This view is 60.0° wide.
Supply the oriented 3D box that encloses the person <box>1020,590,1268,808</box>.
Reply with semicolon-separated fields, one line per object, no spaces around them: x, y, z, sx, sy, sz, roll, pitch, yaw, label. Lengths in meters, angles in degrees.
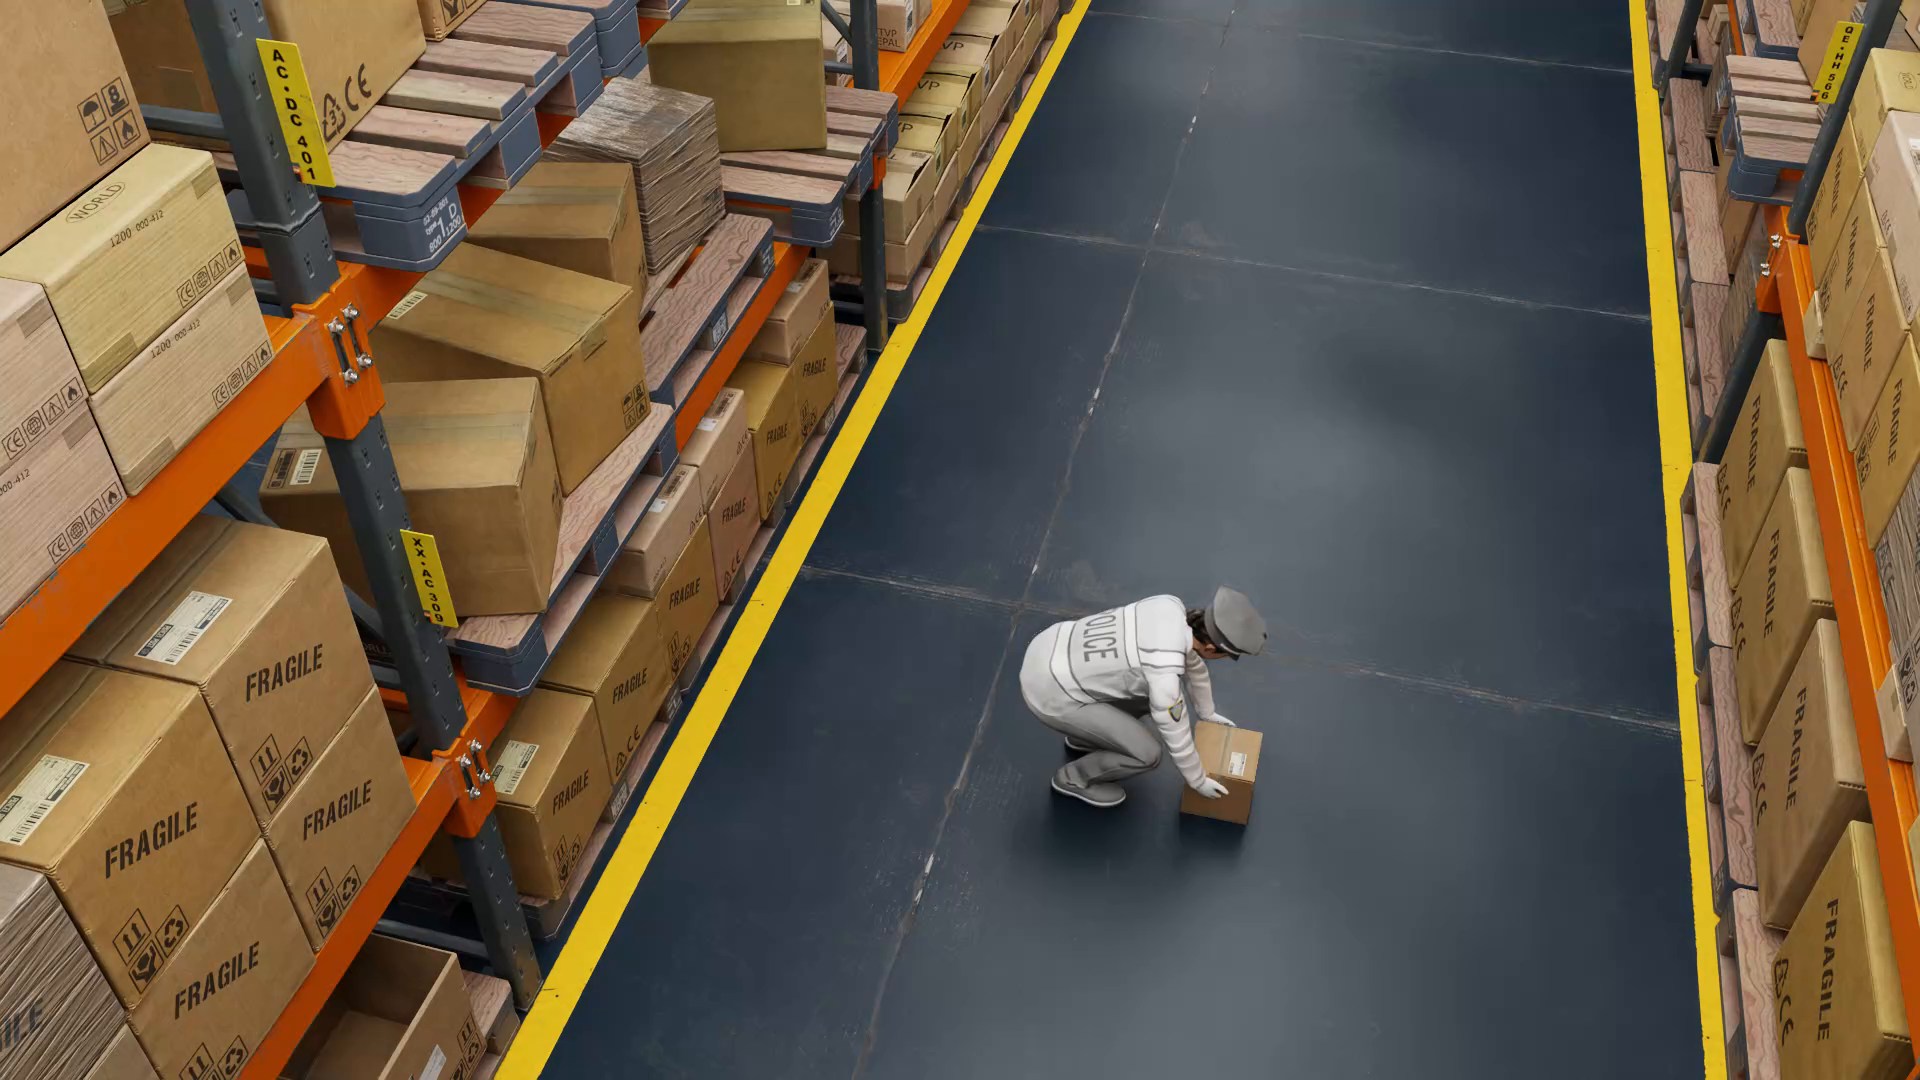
0.657;0.549;6.096;0.853;0.928;0.488;10;42;11;person
